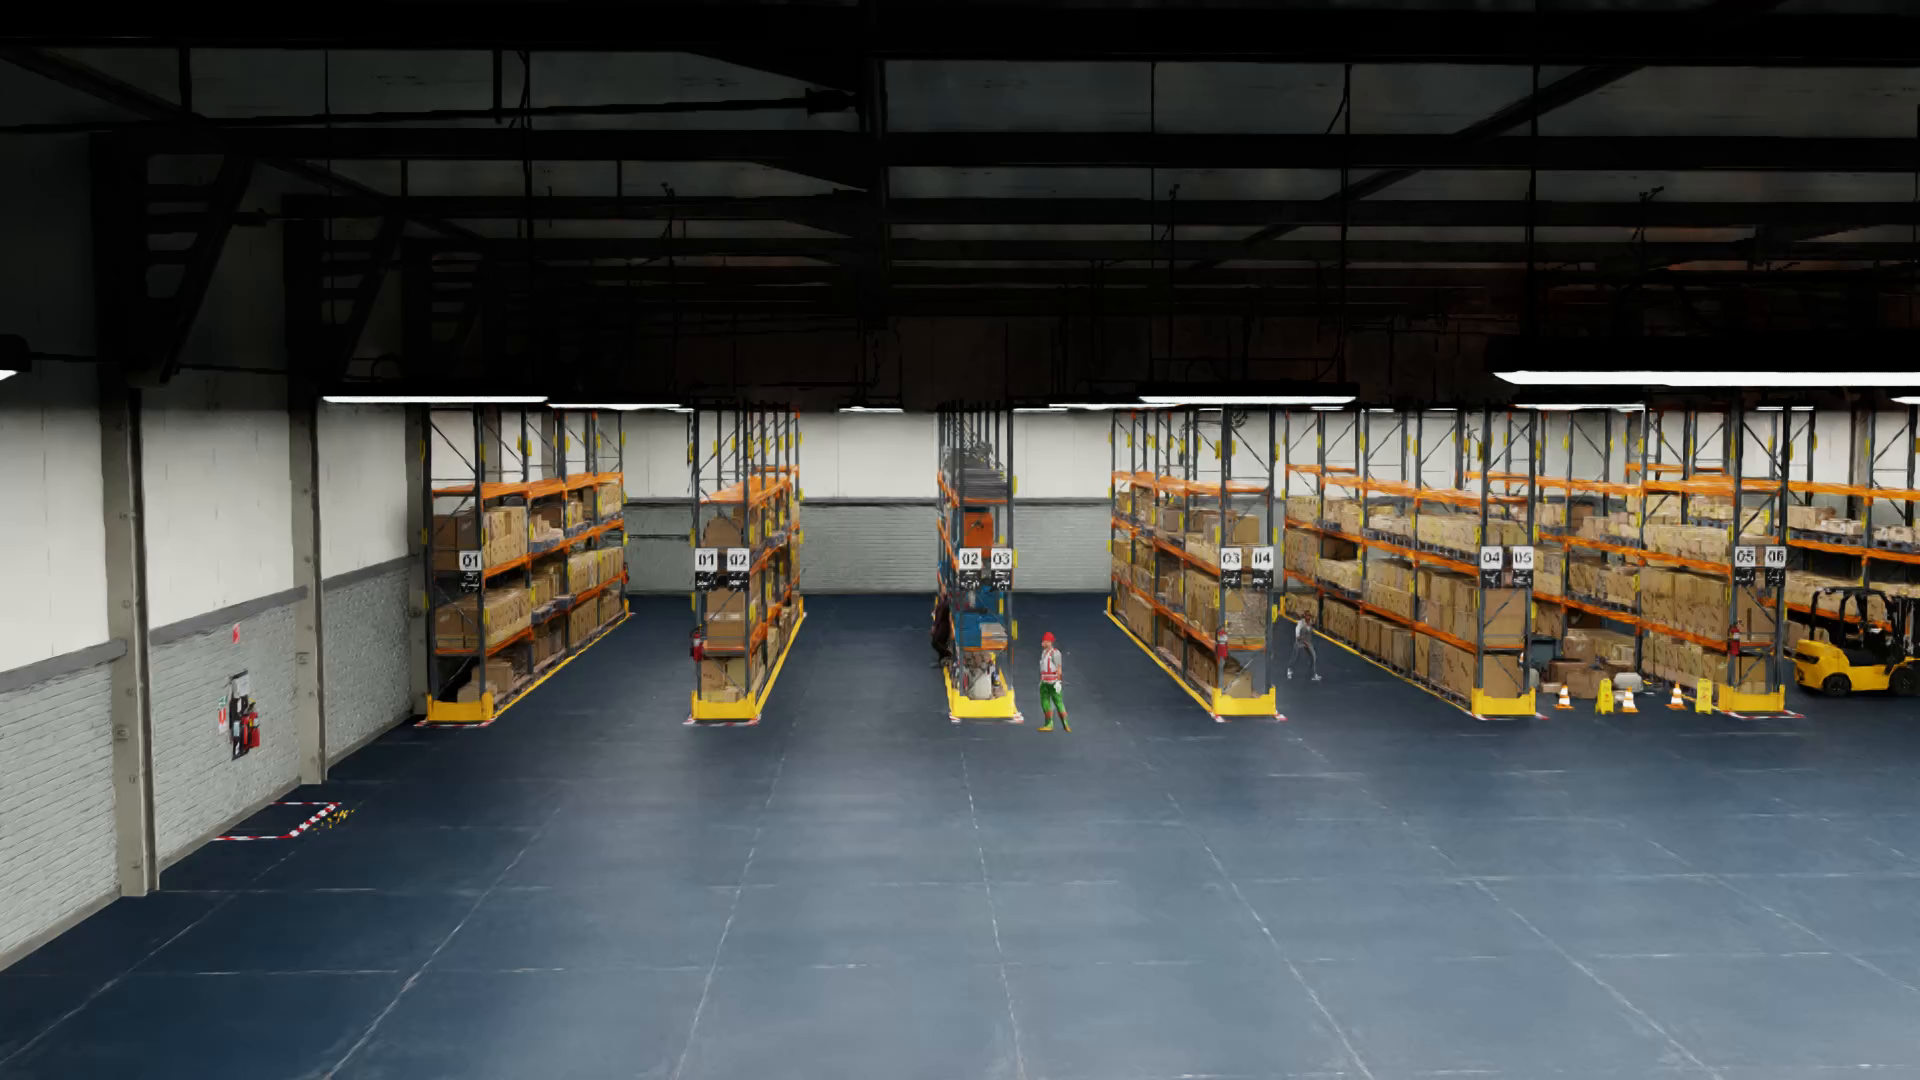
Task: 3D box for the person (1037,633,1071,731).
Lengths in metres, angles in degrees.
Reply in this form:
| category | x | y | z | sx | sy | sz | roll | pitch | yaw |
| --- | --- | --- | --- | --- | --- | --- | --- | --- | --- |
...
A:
| category | x | y | z | sx | sy | sz | roll | pitch | yaw |
| --- | --- | --- | --- | --- | --- | --- | --- | --- | --- |
| person | 1.688 | 2.561 | 30.056 | 0.553 | 1.781 | 0.647 | -3 | 5 | -31 |

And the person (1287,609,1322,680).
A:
| category | x | y | z | sx | sy | sz | roll | pitch | yaw |
| --- | --- | --- | --- | --- | --- | --- | --- | --- | --- |
| person | 7.384 | 2.231 | 35.767 | 0.561 | 1.525 | 0.788 | -2 | 5 | -20 |

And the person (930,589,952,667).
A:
| category | x | y | z | sx | sy | sz | roll | pitch | yaw |
| --- | --- | --- | --- | --- | --- | --- | --- | --- | --- |
| person | -0.389 | 2.072 | 37.471 | 0.591 | 1.594 | 0.641 | 1 | 4 | 8 |

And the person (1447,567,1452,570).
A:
| category | x | y | z | sx | sy | sz | roll | pitch | yaw |
| --- | --- | --- | --- | --- | --- | --- | --- | --- | --- |
| person | 14.682 | 1.159 | 49.329 | 0.683 | 1.645 | 0.488 | -2 | 5 | -29 |
